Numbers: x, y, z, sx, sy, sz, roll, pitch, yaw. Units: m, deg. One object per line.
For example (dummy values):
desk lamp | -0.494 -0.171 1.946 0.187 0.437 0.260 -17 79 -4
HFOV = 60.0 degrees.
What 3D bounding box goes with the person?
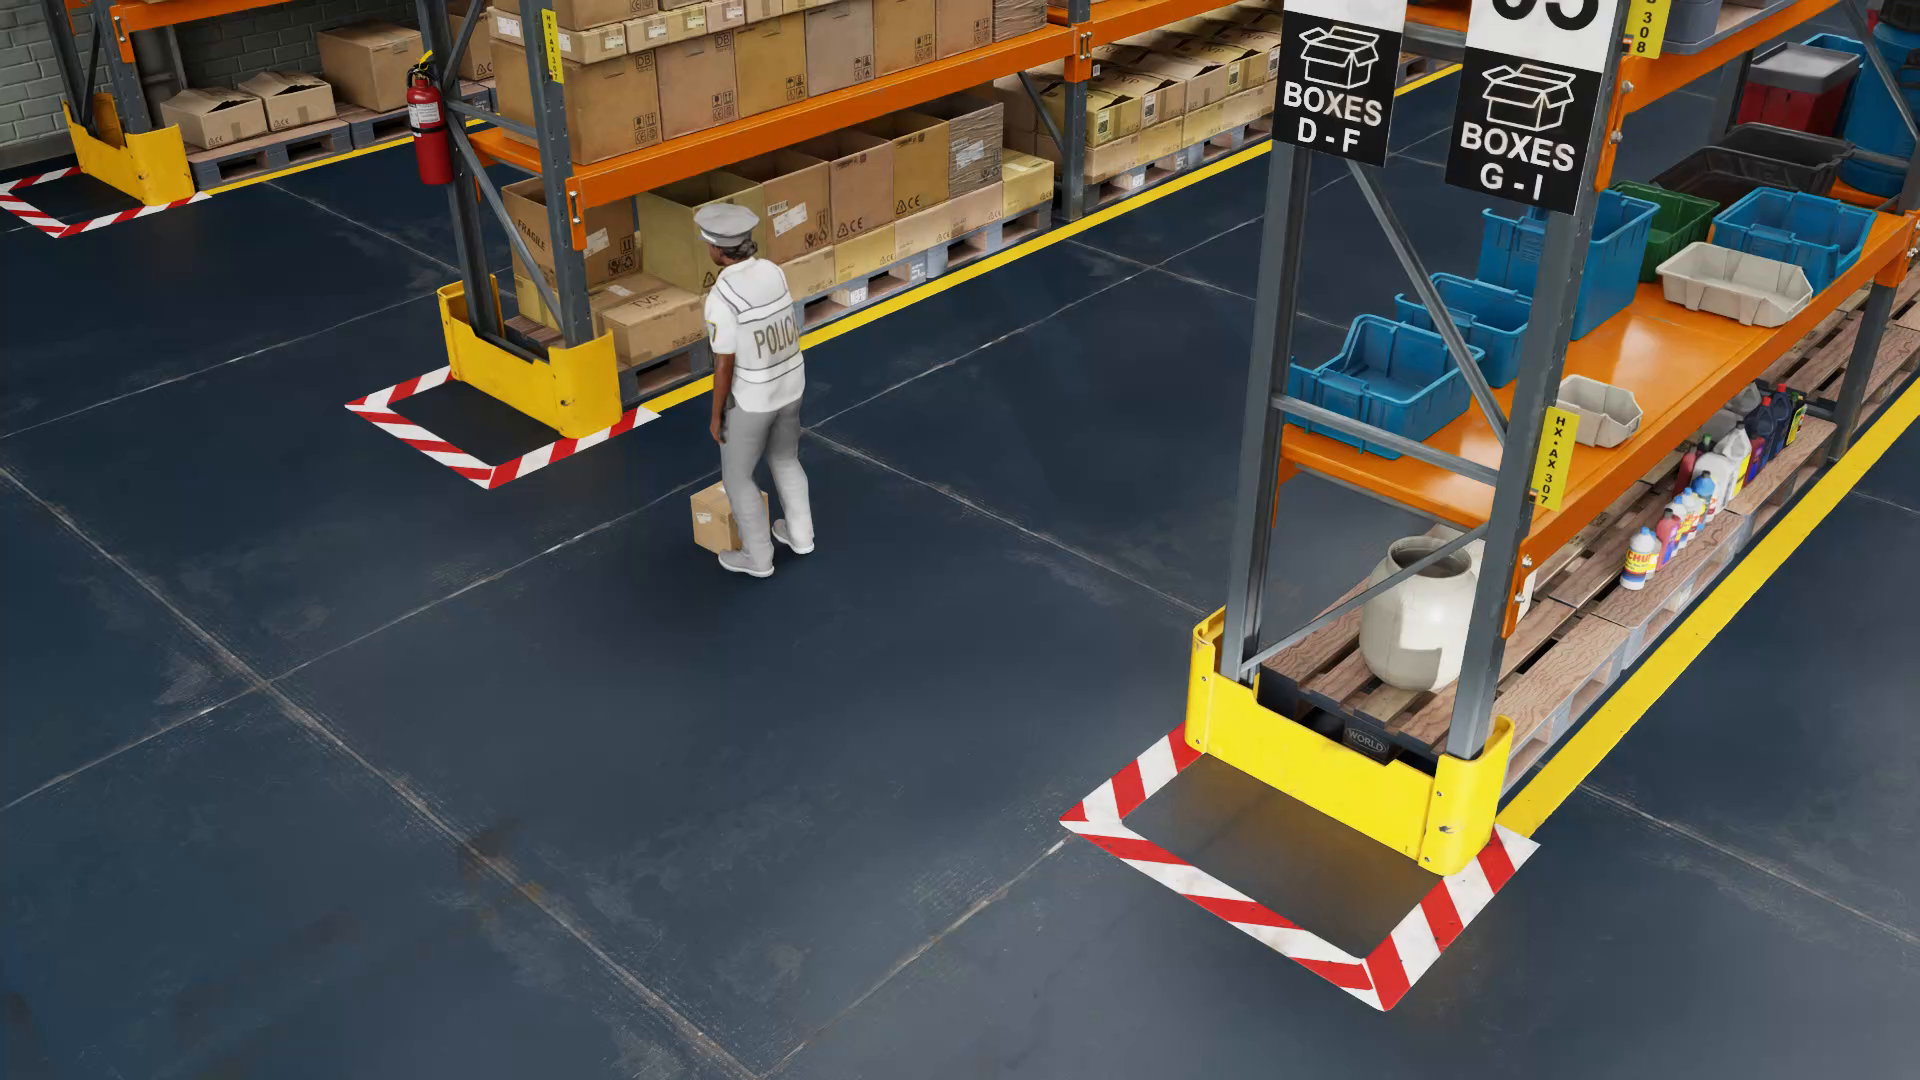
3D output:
person | -0.872 -0.620 7.147 0.398 1.659 0.529 23 38 32
